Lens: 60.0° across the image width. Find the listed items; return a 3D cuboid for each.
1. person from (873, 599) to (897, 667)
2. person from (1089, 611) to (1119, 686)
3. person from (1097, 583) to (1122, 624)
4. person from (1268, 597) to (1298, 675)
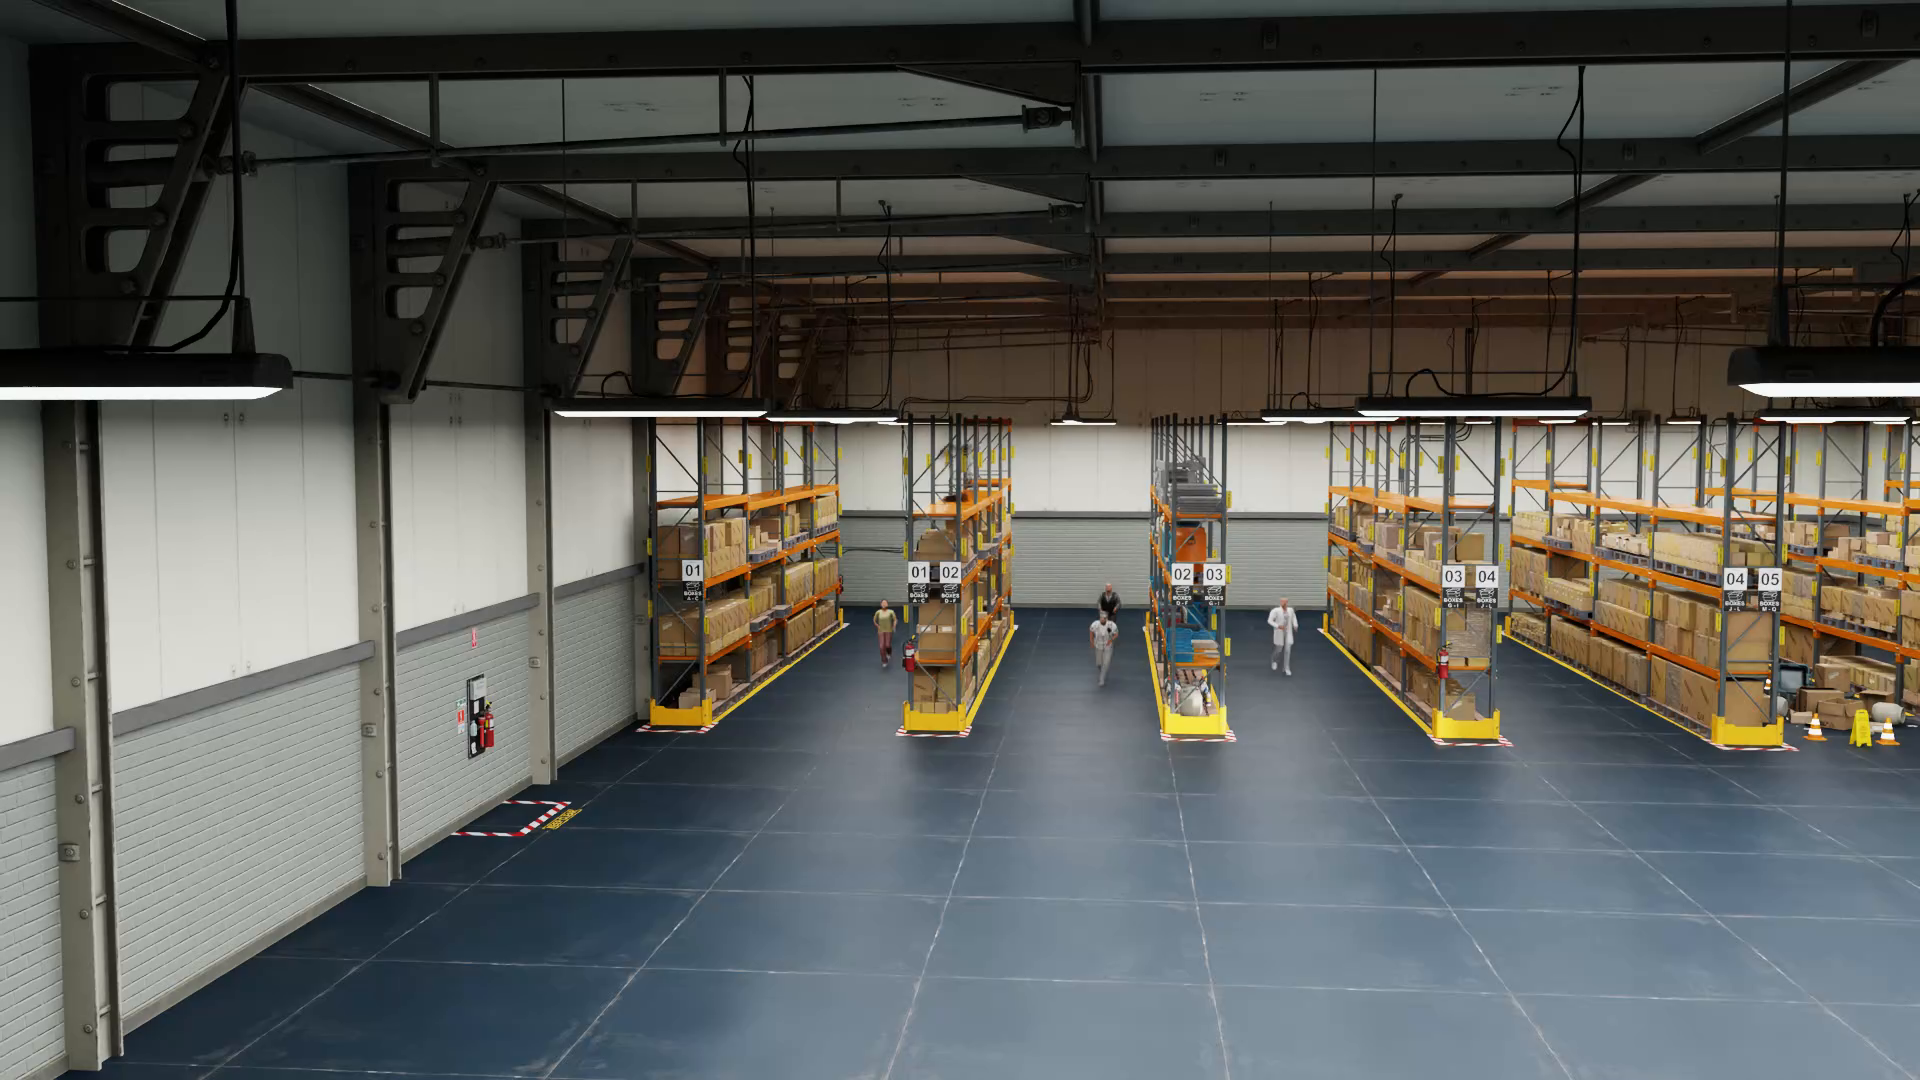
[{"bbox_3d":[-1.807,2.226,39.986,0.580,1.629,0.553,0,4,3],"label":"person"},{"bbox_3d":[3.211,2.402,37.129,0.657,1.703,0.766,0,4,5],"label":"person"},{"bbox_3d":[3.892,1.971,43.341,0.651,1.690,0.607,0,4,7],"label":"person"},{"bbox_3d":[7.544,2.220,38.874,0.733,1.789,0.925,-1,4,-8],"label":"person"}]
